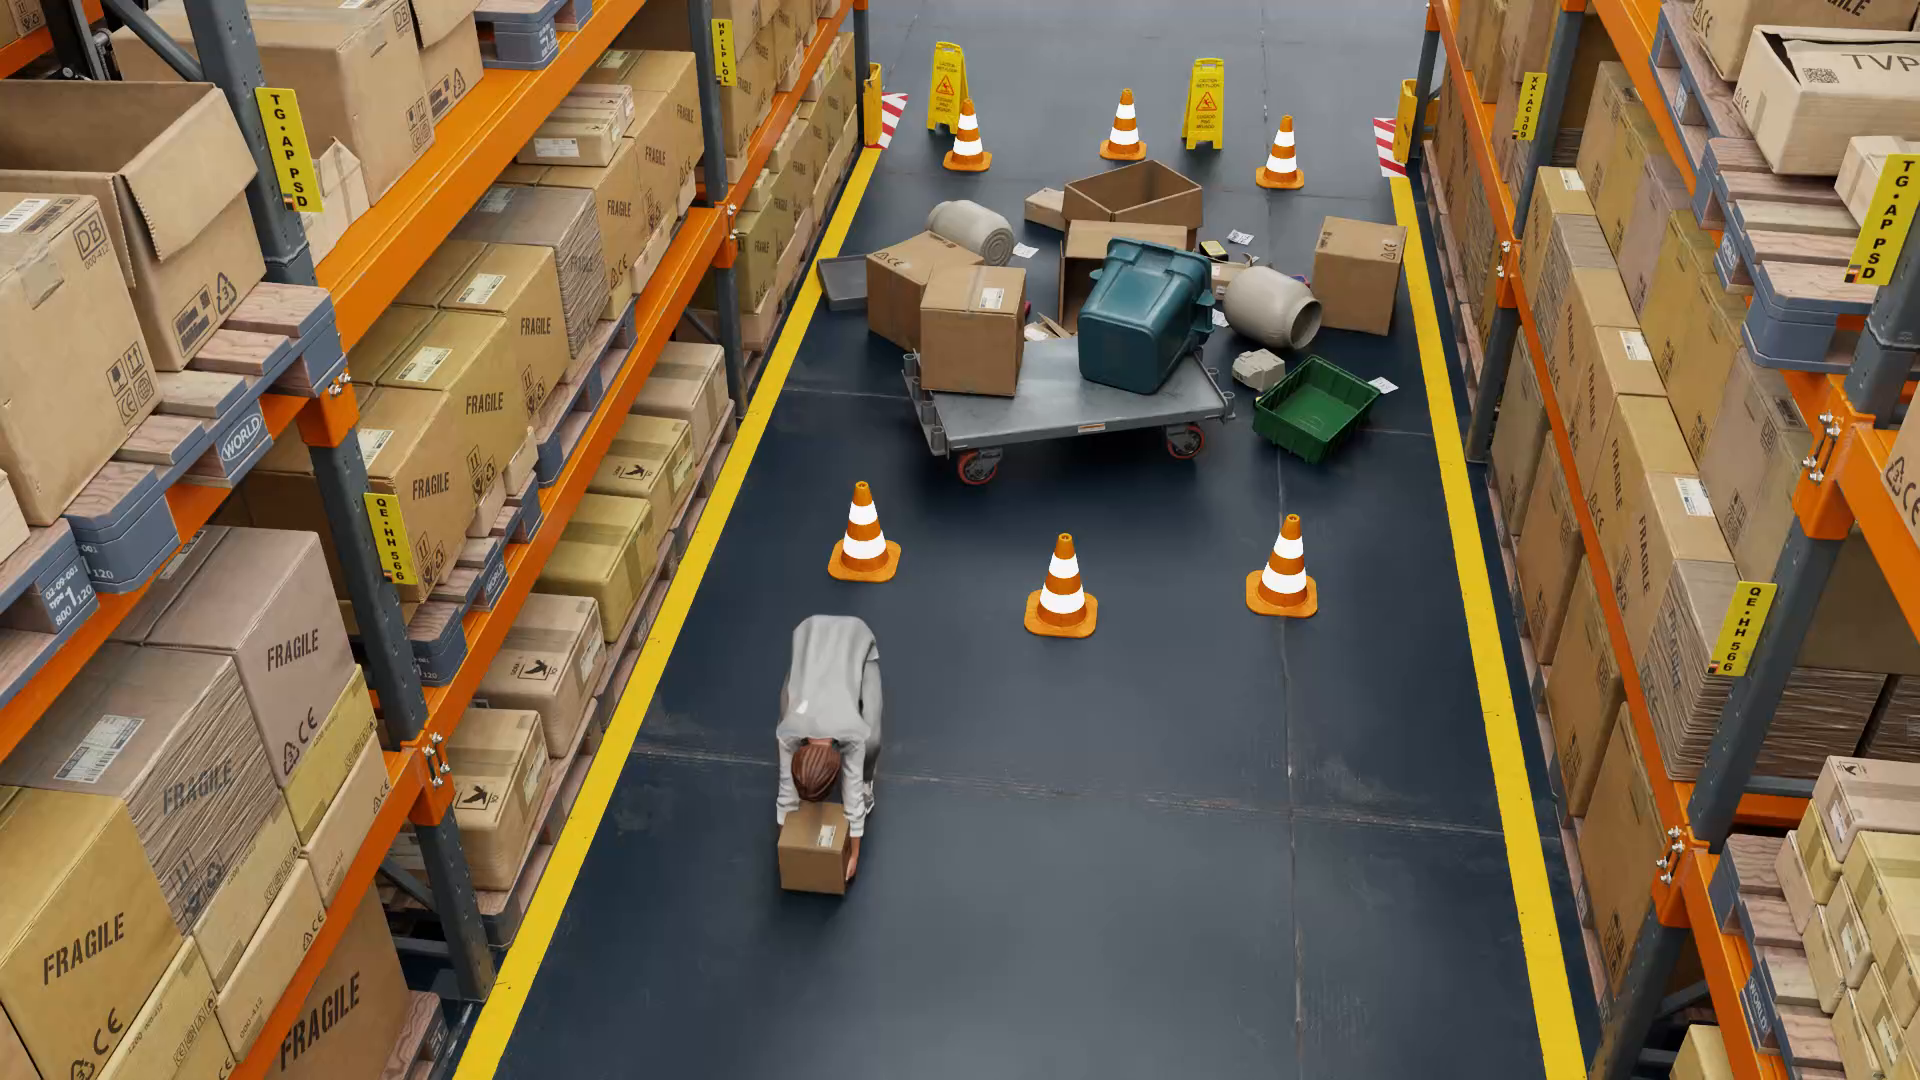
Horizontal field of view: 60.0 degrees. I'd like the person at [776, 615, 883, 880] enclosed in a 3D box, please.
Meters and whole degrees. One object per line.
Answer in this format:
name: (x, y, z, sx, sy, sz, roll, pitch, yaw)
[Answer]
person: (-0.521, 0.797, 6.613, 0.423, 0.832, 0.856, 3, 37, 4)
